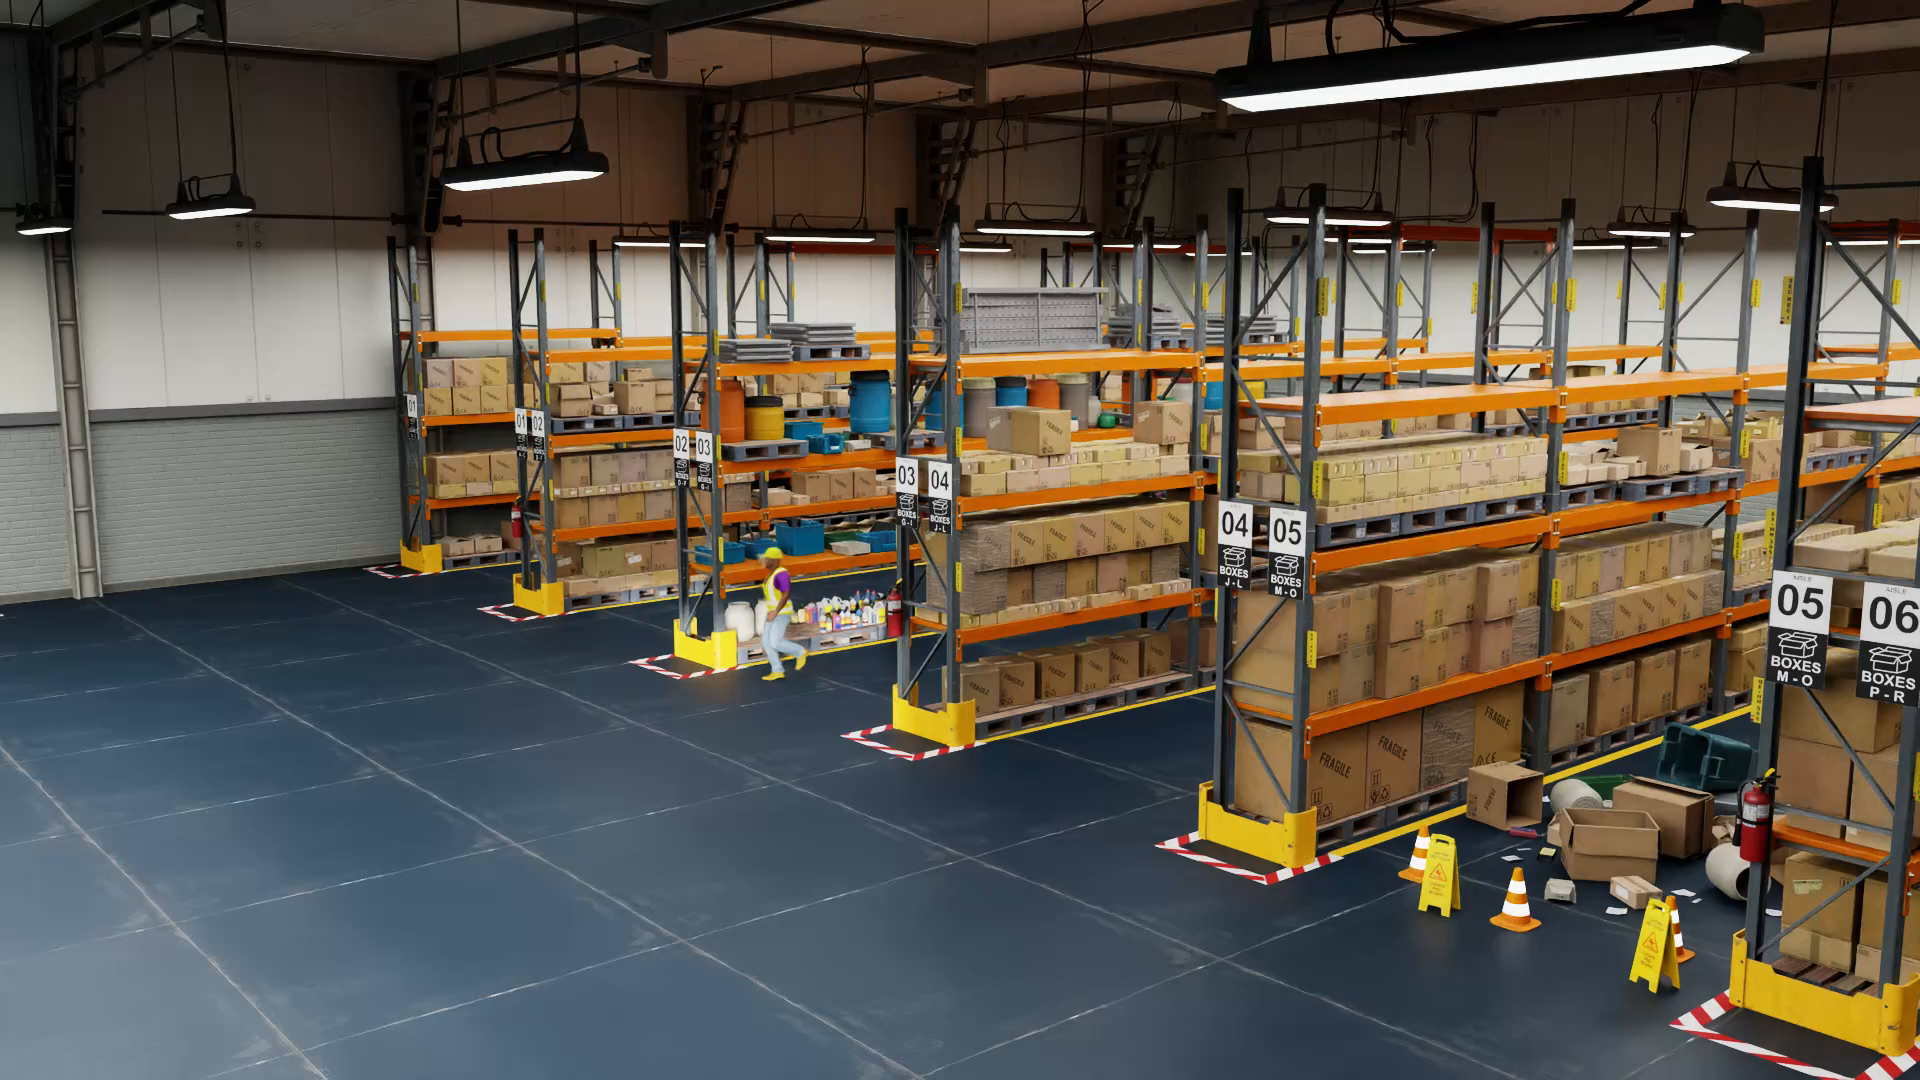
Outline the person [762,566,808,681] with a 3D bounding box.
[{"bbox_3d":[-2.344,1.080,21.924,0.645,1.491,0.618,-4,10,-27],"label":"person"}]
